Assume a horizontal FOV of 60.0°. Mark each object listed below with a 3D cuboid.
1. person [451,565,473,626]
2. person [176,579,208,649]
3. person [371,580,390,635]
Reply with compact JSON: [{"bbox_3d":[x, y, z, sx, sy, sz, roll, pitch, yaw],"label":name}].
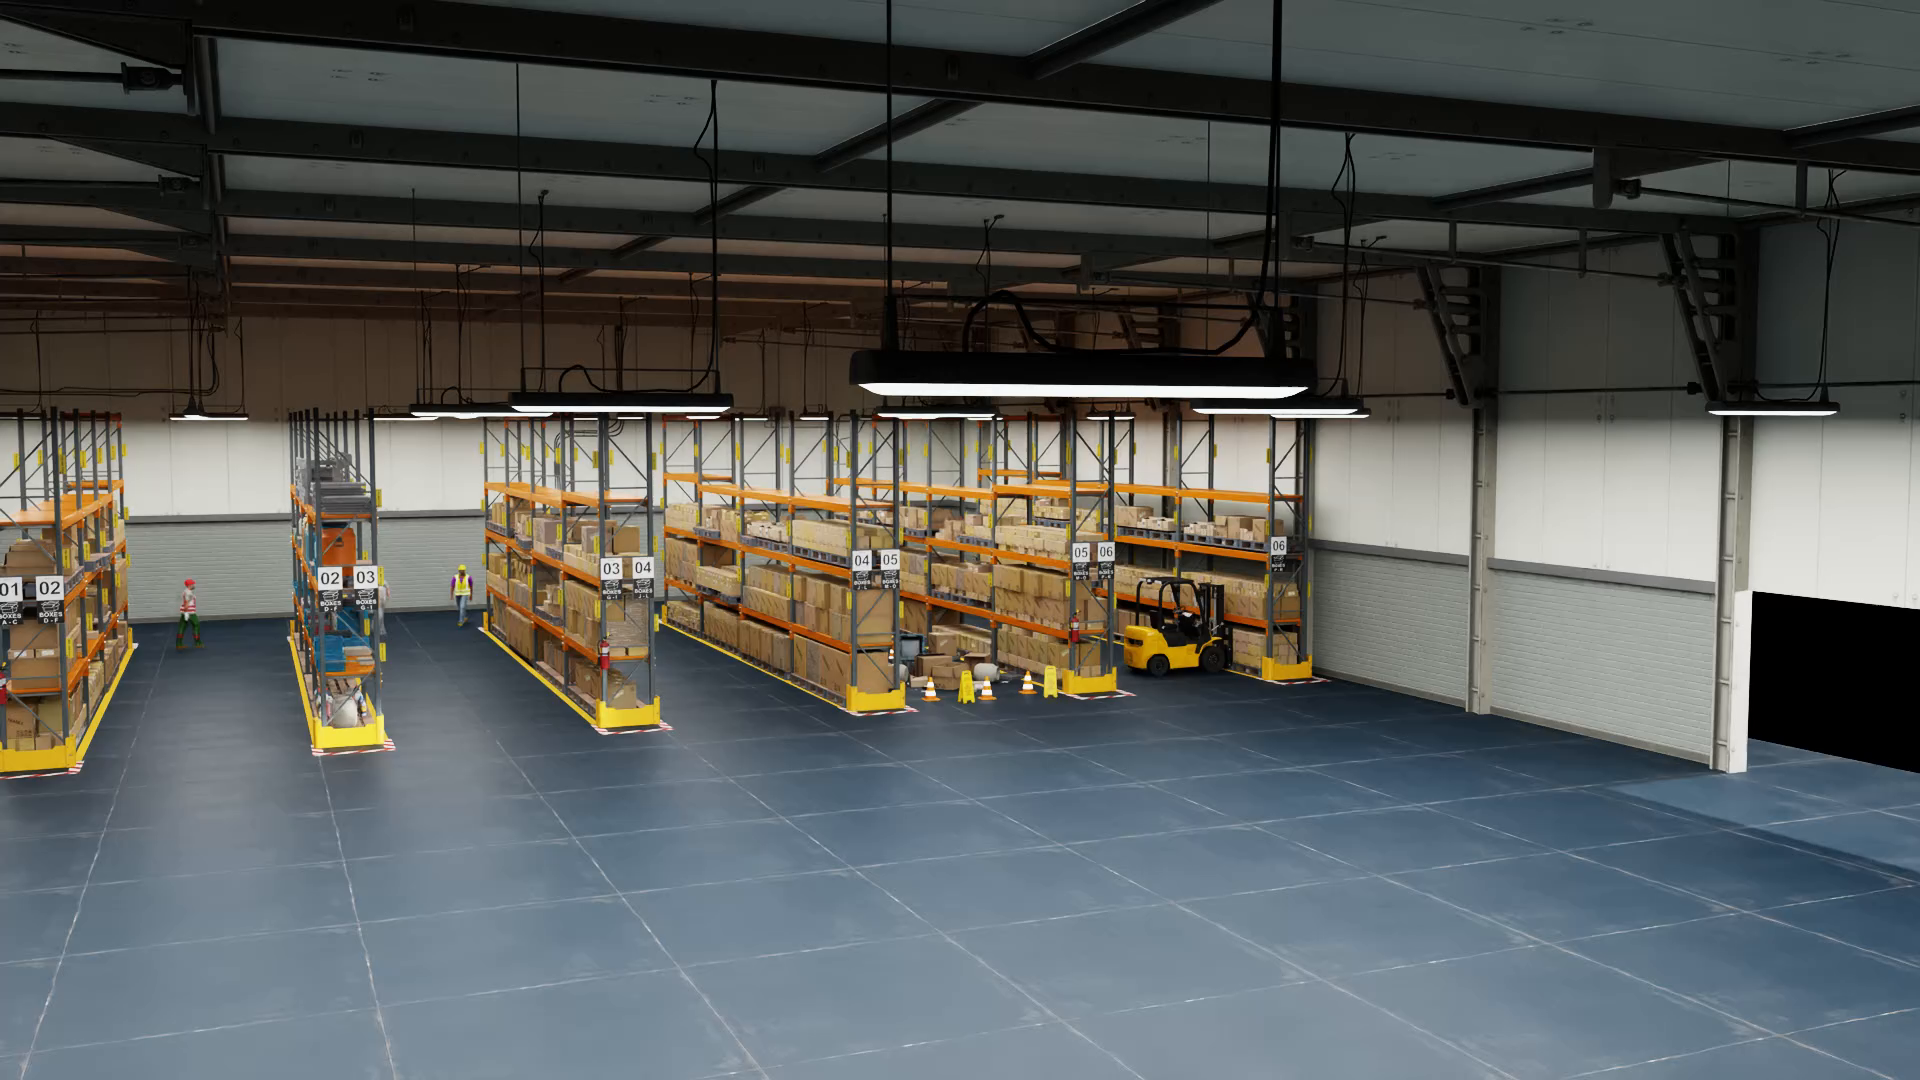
[{"bbox_3d":[-14.107,1.559,47.077,0.531,1.716,1.094,0,4,6],"label":"person"},{"bbox_3d":[-19.596,1.888,42.234,0.512,1.795,0.764,2,5,29],"label":"person"},{"bbox_3d":[-15.848,1.716,45.170,0.794,1.798,0.747,3,5,35],"label":"person"}]
